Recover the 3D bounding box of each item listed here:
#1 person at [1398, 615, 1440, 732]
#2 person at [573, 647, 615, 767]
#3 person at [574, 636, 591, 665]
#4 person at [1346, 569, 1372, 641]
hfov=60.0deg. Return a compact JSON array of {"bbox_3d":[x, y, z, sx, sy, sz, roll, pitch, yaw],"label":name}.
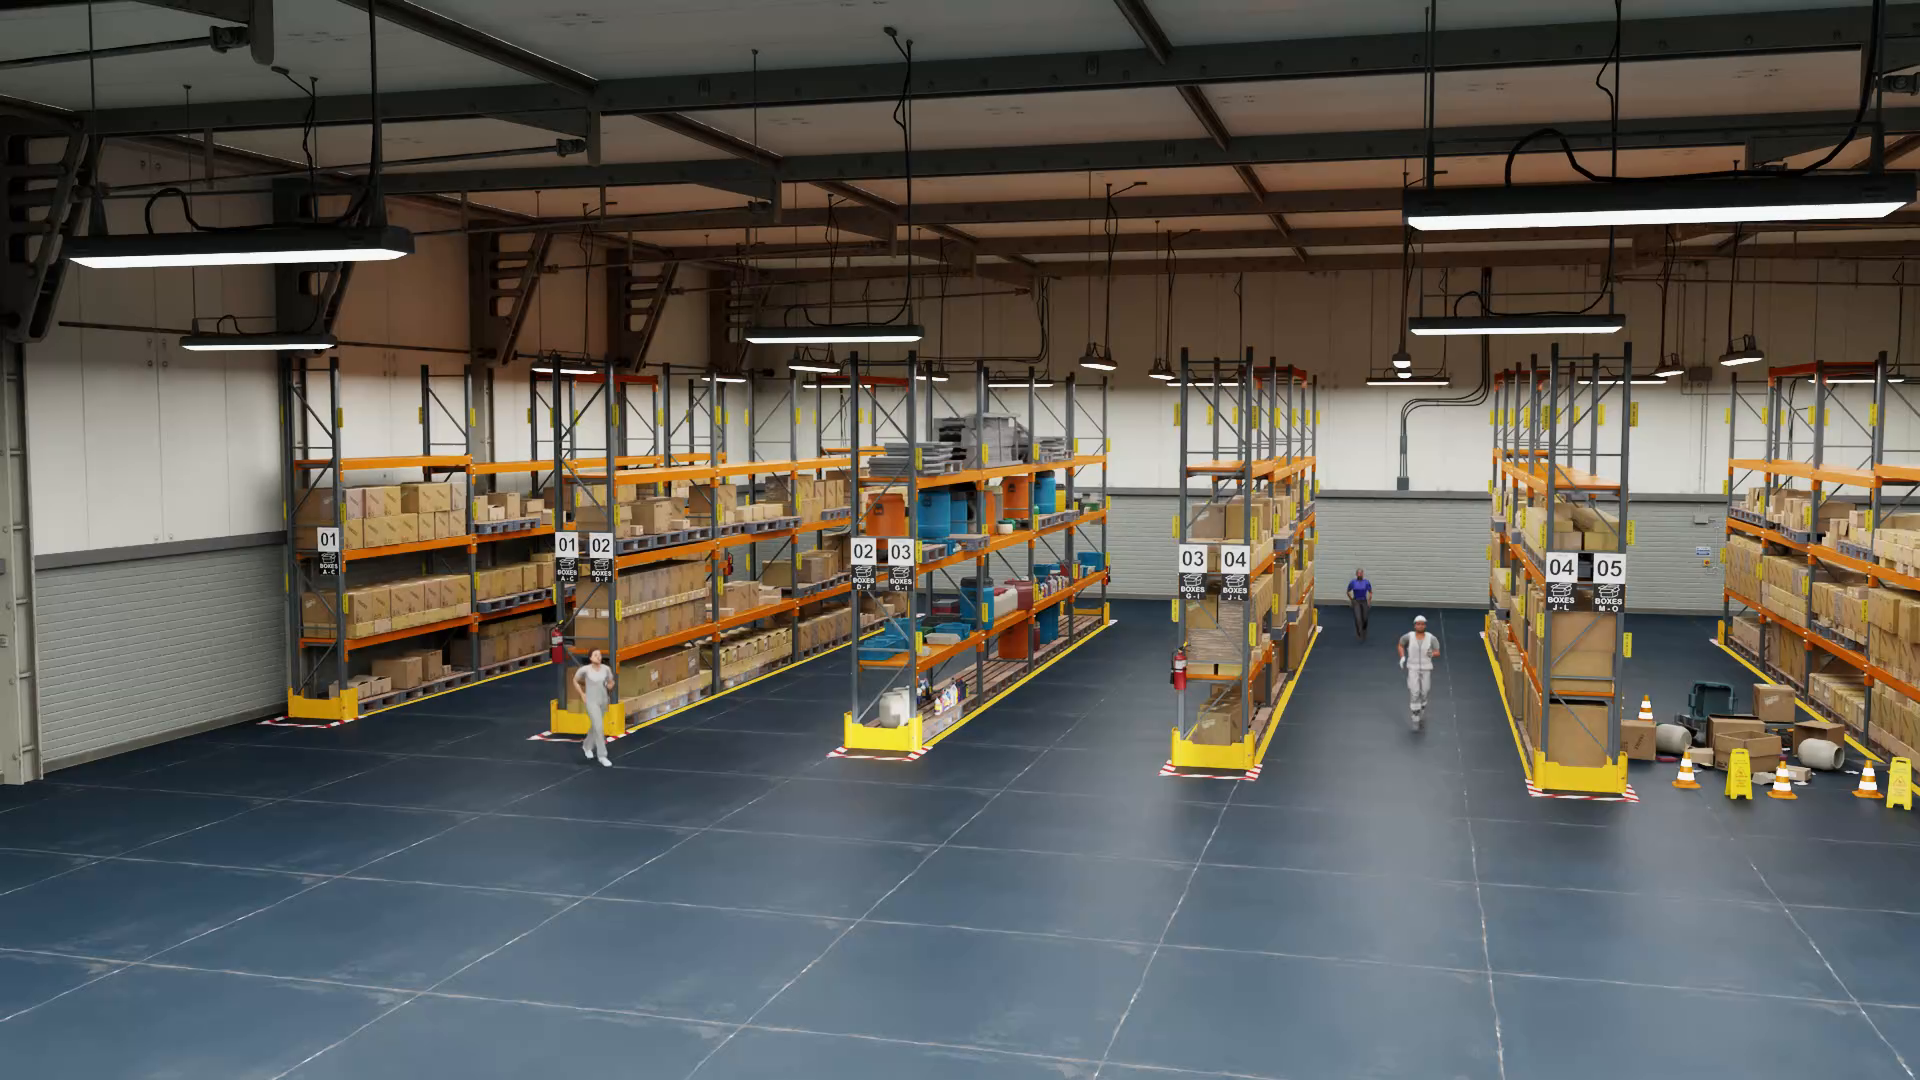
[{"bbox_3d":[7.429,2.126,26.891,0.640,1.824,0.814,1,4,10],"label":"person"},{"bbox_3d":[-5.234,2.366,23.957,0.562,1.667,0.902,-4,6,-42],"label":"person"},{"bbox_3d":[-6.715,2.010,30.041,0.490,1.625,0.711,1,4,7],"label":"person"},{"bbox_3d":[9.000,1.450,37.502,0.585,1.626,0.564,1,4,11],"label":"person"}]
